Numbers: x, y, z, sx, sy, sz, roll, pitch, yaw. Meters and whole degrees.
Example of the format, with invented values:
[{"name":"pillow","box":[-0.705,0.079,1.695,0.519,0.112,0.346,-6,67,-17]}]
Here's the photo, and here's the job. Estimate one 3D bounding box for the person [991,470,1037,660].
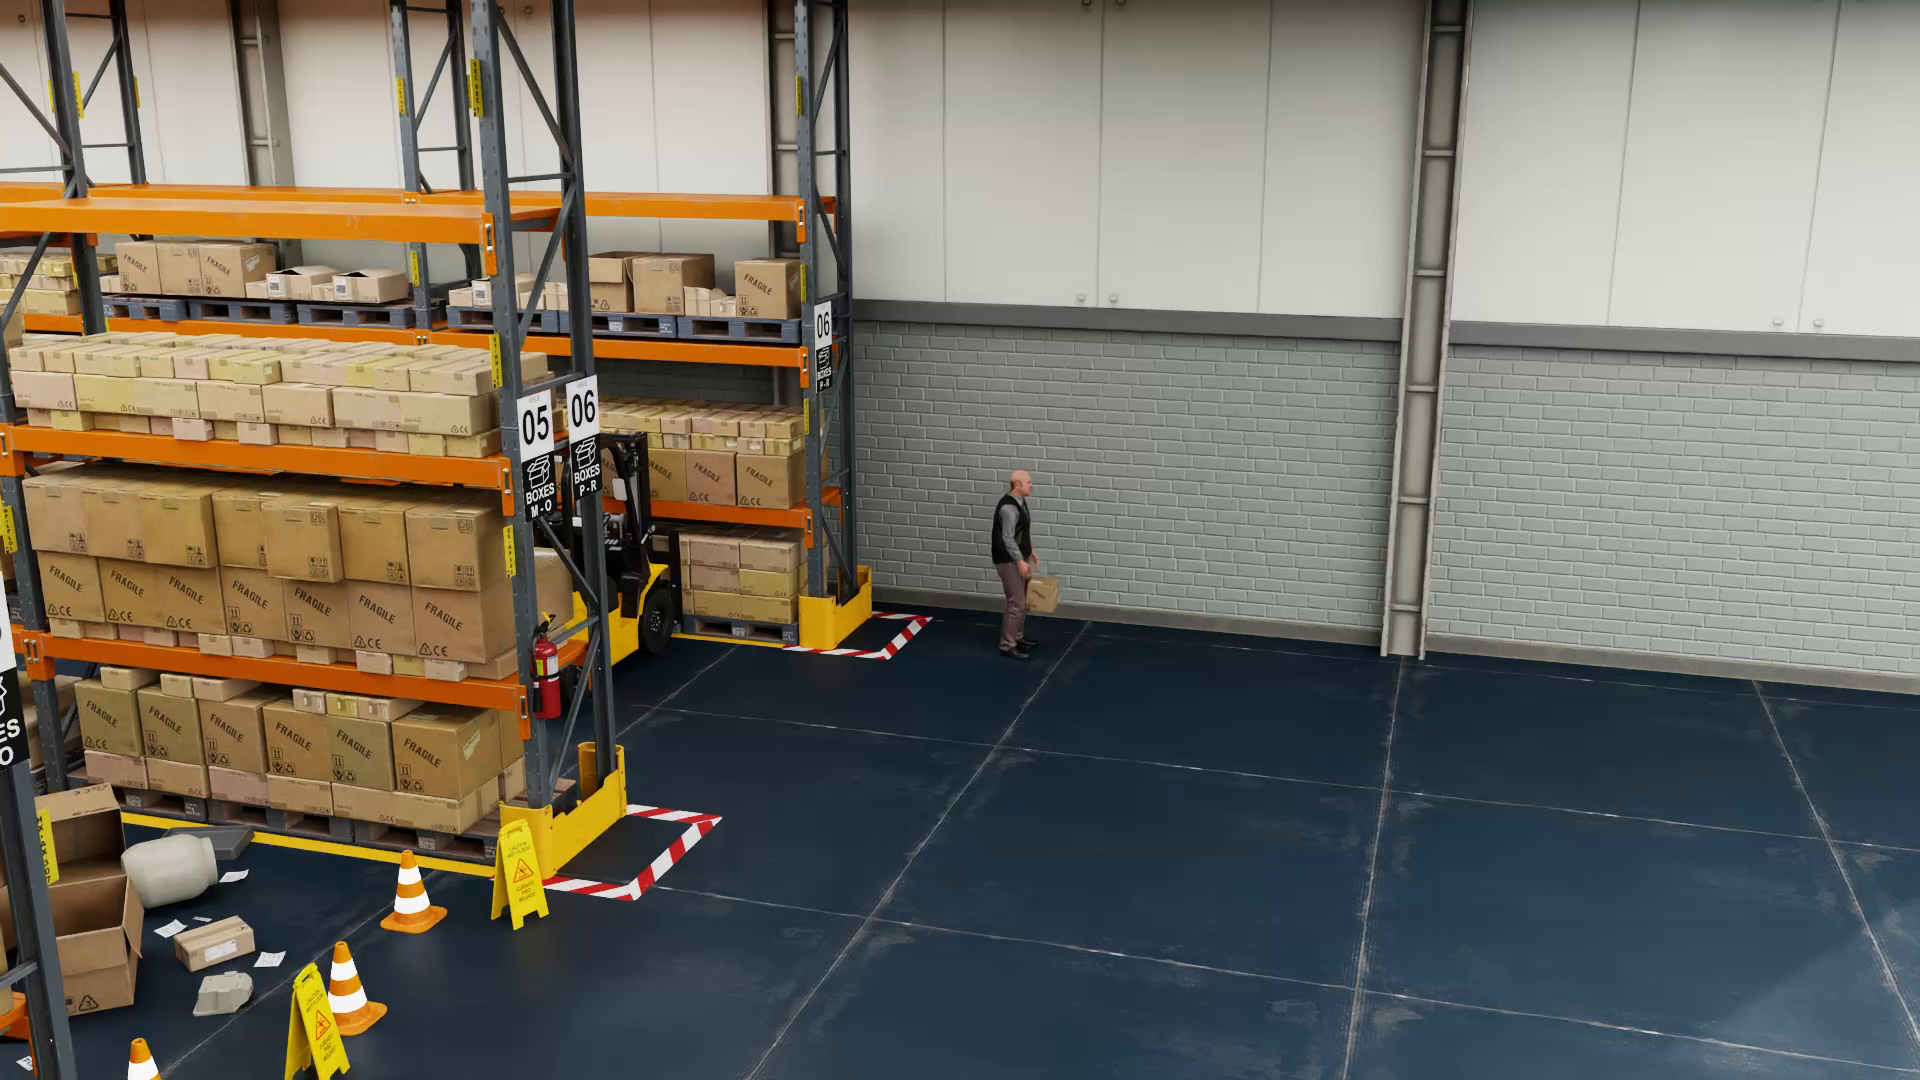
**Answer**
[{"name":"person","box":[0.512,0.249,15.335,0.396,1.614,0.577,4,15,14]}]
